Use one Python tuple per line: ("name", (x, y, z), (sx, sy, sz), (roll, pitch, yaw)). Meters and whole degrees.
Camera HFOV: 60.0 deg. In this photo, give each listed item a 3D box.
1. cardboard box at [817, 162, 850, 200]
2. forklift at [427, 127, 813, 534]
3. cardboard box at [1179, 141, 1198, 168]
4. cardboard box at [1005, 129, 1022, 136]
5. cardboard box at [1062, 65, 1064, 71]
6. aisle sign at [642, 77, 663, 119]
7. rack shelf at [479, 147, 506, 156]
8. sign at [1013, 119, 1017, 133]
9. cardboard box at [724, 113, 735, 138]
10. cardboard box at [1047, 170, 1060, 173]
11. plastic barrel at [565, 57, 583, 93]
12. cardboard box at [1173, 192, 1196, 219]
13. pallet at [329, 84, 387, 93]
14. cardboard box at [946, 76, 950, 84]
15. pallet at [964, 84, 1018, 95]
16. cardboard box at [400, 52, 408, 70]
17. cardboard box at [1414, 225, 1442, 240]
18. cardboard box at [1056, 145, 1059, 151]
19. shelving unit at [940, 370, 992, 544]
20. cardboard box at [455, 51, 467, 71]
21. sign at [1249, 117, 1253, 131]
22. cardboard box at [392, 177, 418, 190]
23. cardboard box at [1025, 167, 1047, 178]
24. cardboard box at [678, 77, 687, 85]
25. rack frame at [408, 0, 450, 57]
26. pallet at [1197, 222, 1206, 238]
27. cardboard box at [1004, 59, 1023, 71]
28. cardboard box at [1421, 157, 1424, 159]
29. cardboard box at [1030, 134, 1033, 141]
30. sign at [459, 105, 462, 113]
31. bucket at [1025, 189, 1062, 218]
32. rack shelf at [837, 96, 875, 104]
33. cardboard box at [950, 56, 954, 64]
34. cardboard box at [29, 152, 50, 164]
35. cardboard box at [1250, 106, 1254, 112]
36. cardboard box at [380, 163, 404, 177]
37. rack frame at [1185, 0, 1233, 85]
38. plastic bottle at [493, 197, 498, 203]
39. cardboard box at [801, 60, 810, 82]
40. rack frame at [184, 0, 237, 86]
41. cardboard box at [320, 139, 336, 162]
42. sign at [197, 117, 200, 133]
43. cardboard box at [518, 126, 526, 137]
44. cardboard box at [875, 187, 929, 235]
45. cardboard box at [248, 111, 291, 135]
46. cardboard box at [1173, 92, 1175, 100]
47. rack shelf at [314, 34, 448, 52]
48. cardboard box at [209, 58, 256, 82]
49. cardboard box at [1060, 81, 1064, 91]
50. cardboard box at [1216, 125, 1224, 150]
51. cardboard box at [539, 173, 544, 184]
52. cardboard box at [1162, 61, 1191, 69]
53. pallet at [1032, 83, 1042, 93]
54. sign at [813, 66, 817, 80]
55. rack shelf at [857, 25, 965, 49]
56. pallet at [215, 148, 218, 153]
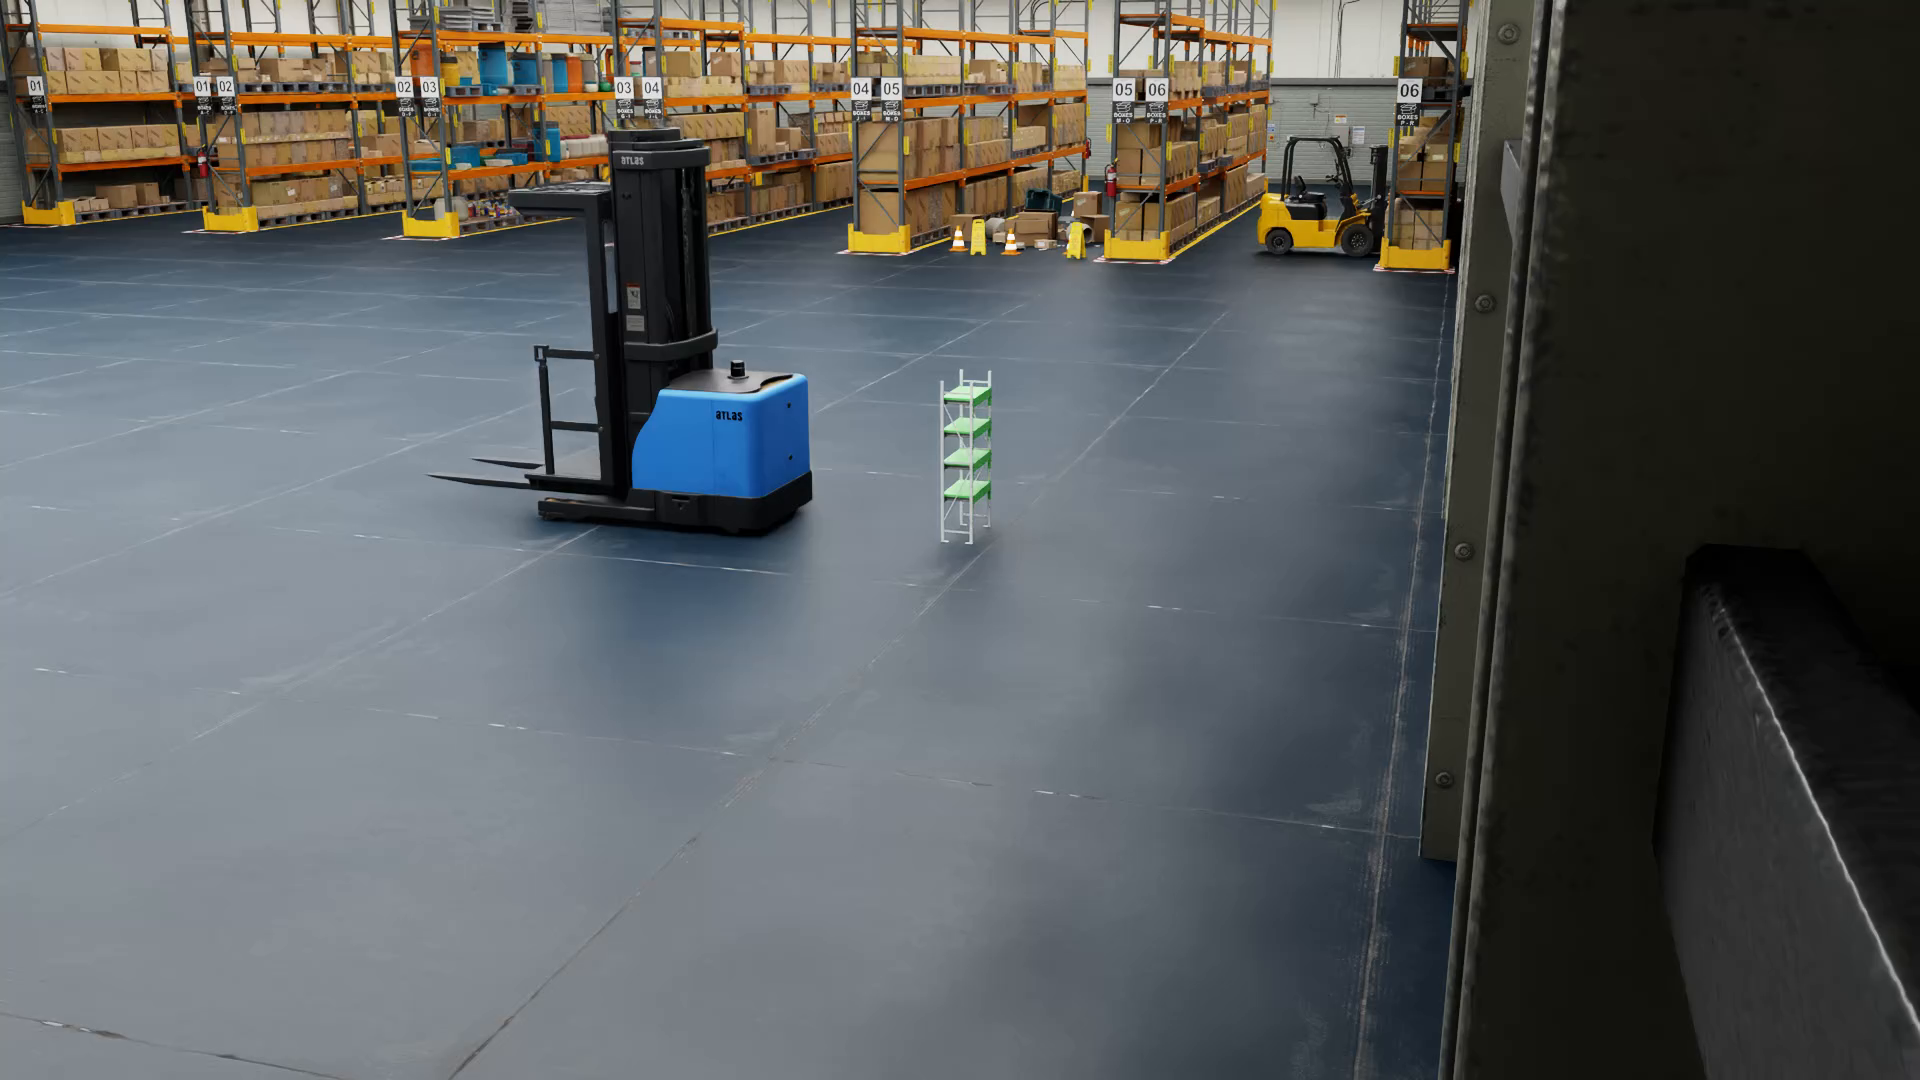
("cardboard box", (-3.516, -9.081, 41.972), (1.225, 0.875, 0.875), (5, 16, 16))
("forklift", (-2.746, -1.676, 12.867), (3.031, 2.935, 1.130), (5, 17, 18))
("cardboard box", (4.485, -7.730, 33.358), (0.500, 0.500, 0.500), (4, 16, 14))
("cardboard box", (1.275, -9.755, 39.826), (0.380, 0.149, 0.250), (4, 16, 14))
("cardboard box", (2.484, -12.258, 43.180), (0.380, 0.149, 0.250), (4, 16, 14))
("aisle sign", (-5.996, -8.608, 32.416), (0.394, 0.787, 0.004), (5, 16, 16))
("rack shelf", (-12.921, -10.436, 44.944), (1.077, 0.370, 4.000), (5, 16, 16))
("sign", (1.268, -9.593, 38.533), (0.100, 0.325, 0.005), (5, 16, 16))
("cardboard box", (-5.134, -8.845, 35.457), (0.500, 0.500, 0.500), (5, 16, 16))
("cardboard box", (2.570, -10.096, 45.792), (0.380, 0.149, 0.250), (5, 17, 17))
("plastic barrel", (-9.368, -11.154, 39.874), (0.600, 0.830, 0.708), (5, 16, 16))
("cardboard box", (4.462, -6.739, 33.486), (0.500, 0.500, 0.500), (4, 16, 15))
("pallet", (-14.388, -10.795, 39.745), (0.805, 0.209, 1.217), (4, 16, 14))
("cardboard box", (-0.415, -9.284, 33.574), (0.380, 0.149, 0.250), (5, 16, 16))
("pallet", (0.602, -10.258, 37.848), (1.213, 0.211, 1.003), (5, 17, 18))
("cardboard box", (-16.491, -13.970, 48.536), (0.500, 0.500, 0.500), (4, 16, 15))
("cardboard box", (8.328, -5.471, 29.473), (0.500, 0.250, 0.500), (5, 17, 17))
("cardboard box", (2.376, -10.271, 43.503), (0.380, 0.149, 0.250), (4, 16, 13))
("shelving unit", (0.047, -0.621, 12.318), (0.258, 1.200, 0.503), (5, 16, 16))
("cardboard box", (-13.214, -12.478, 43.312), (0.500, 0.500, 0.500), (5, 16, 16))
("sign", (7.169, -10.247, 40.982), (0.100, 0.325, 0.005), (5, 16, 16))
("cardboard box", (-13.834, -8.852, 41.284), (0.500, 0.311, 0.500), (5, 17, 17))
("cardboard box", (1.902, -9.271, 41.954), (0.500, 0.250, 0.500), (4, 16, 14))
("cardboard box", (-5.700, -9.215, 33.368), (0.380, 0.149, 0.250), (5, 17, 18))
("rack frame", (-13.489, -13.145, 42.182), (1.000, 3.000, 0.127), (5, 16, 16))
("pallet", (4.592, -6.537, 34.989), (1.003, 0.211, 1.213), (5, 16, 16))
("cardboard box", (1.260, -11.157, 39.085), (0.396, 0.266, 0.258), (5, 16, 16))
("cardboard box", (8.185, -6.710, 30.307), (0.500, 0.500, 0.500), (4, 16, 15))
("cardboard box", (1.576, -9.885, 40.827), (0.380, 0.149, 0.250), (5, 17, 16))
("sign", (-15.450, -13.360, 51.379), (0.100, 0.325, 0.005), (5, 16, 16))
("bucket", (1.770, -6.974, 34.633), (0.726, 0.611, 0.620), (11, 9, 35))
("rack shelf", (-2.287, -12.156, 45.512), (1.077, 0.370, 4.000), (5, 16, 16))
("cardboard box", (-0.344, -9.736, 33.706), (0.380, 0.149, 0.250), (5, 16, 16))
("cardboard box", (-20.566, -8.624, 37.474), (0.500, 0.250, 0.500), (5, 17, 17))
("cardboard box", (7.203, -10.870, 41.951), (0.380, 0.149, 0.250), (5, 16, 15))
("cardboard box", (-16.792, -10.876, 48.987), (0.700, 0.500, 0.500), (5, 17, 17))
("rack frame", (5.509, -11.607, 36.761), (1.000, 3.000, 0.127), (5, 16, 16))
("plastic bottle", (-10.505, -7.585, 37.624), (0.144, 0.351, 0.185), (5, 17, 17))
("cardboard box", (-3.888, -11.077, 39.289), (0.500, 0.500, 0.500), (5, 17, 17))
("rack frame", (-15.763, -11.052, 34.803), (1.000, 3.000, 0.127), (5, 16, 16))
("cardboard box", (-14.890, -9.005, 38.398), (0.700, 0.500, 0.500), (4, 16, 15))
("sign", (-16.279, -8.882, 35.592), (0.100, 0.325, 0.005), (5, 16, 16))
("cardboard box", (-12.456, -11.504, 47.208), (0.500, 0.500, 0.500), (5, 17, 17))
("cardboard box", (-1.162, -6.578, 33.149), (0.875, 0.875, 0.875), (4, 16, 15))
("cardboard box", (-15.316, -9.243, 36.859), (0.700, 0.500, 0.500), (5, 16, 16))
("cardboard box", (3.738, -8.154, 30.544), (0.380, 0.149, 0.250), (5, 17, 17))
("rack shelf", (-14.057, -12.083, 40.490), (1.077, 0.370, 4.000), (5, 16, 16))
("cardboard box", (-15.595, -10.078, 35.651), (0.797, 0.503, 0.637), (6, 17, 20))
("cardboard box", (2.389, -11.728, 42.960), (0.500, 0.250, 0.500), (4, 16, 15))
("cardboard box", (5.510, -8.838, 36.493), (0.500, 0.500, 0.500), (4, 16, 15))
("cardboard box", (-12.026, -10.316, 47.325), (0.500, 0.311, 0.500), (5, 16, 16))
("cardboard box", (4.415, -9.650, 33.945), (0.500, 0.250, 0.500), (5, 17, 17))
("pallet", (1.302, -11.053, 40.648), (1.213, 0.211, 1.003), (5, 16, 16))
("sign", (-3.473, -11.139, 39.659), (0.100, 0.325, 0.005), (5, 16, 16))
("rack shelf", (-0.971, -9.856, 32.639), (1.077, 0.370, 4.000), (5, 16, 16))
("pallet", (-18.763, -10.029, 42.541), (1.003, 0.211, 1.213), (5, 16, 16))
